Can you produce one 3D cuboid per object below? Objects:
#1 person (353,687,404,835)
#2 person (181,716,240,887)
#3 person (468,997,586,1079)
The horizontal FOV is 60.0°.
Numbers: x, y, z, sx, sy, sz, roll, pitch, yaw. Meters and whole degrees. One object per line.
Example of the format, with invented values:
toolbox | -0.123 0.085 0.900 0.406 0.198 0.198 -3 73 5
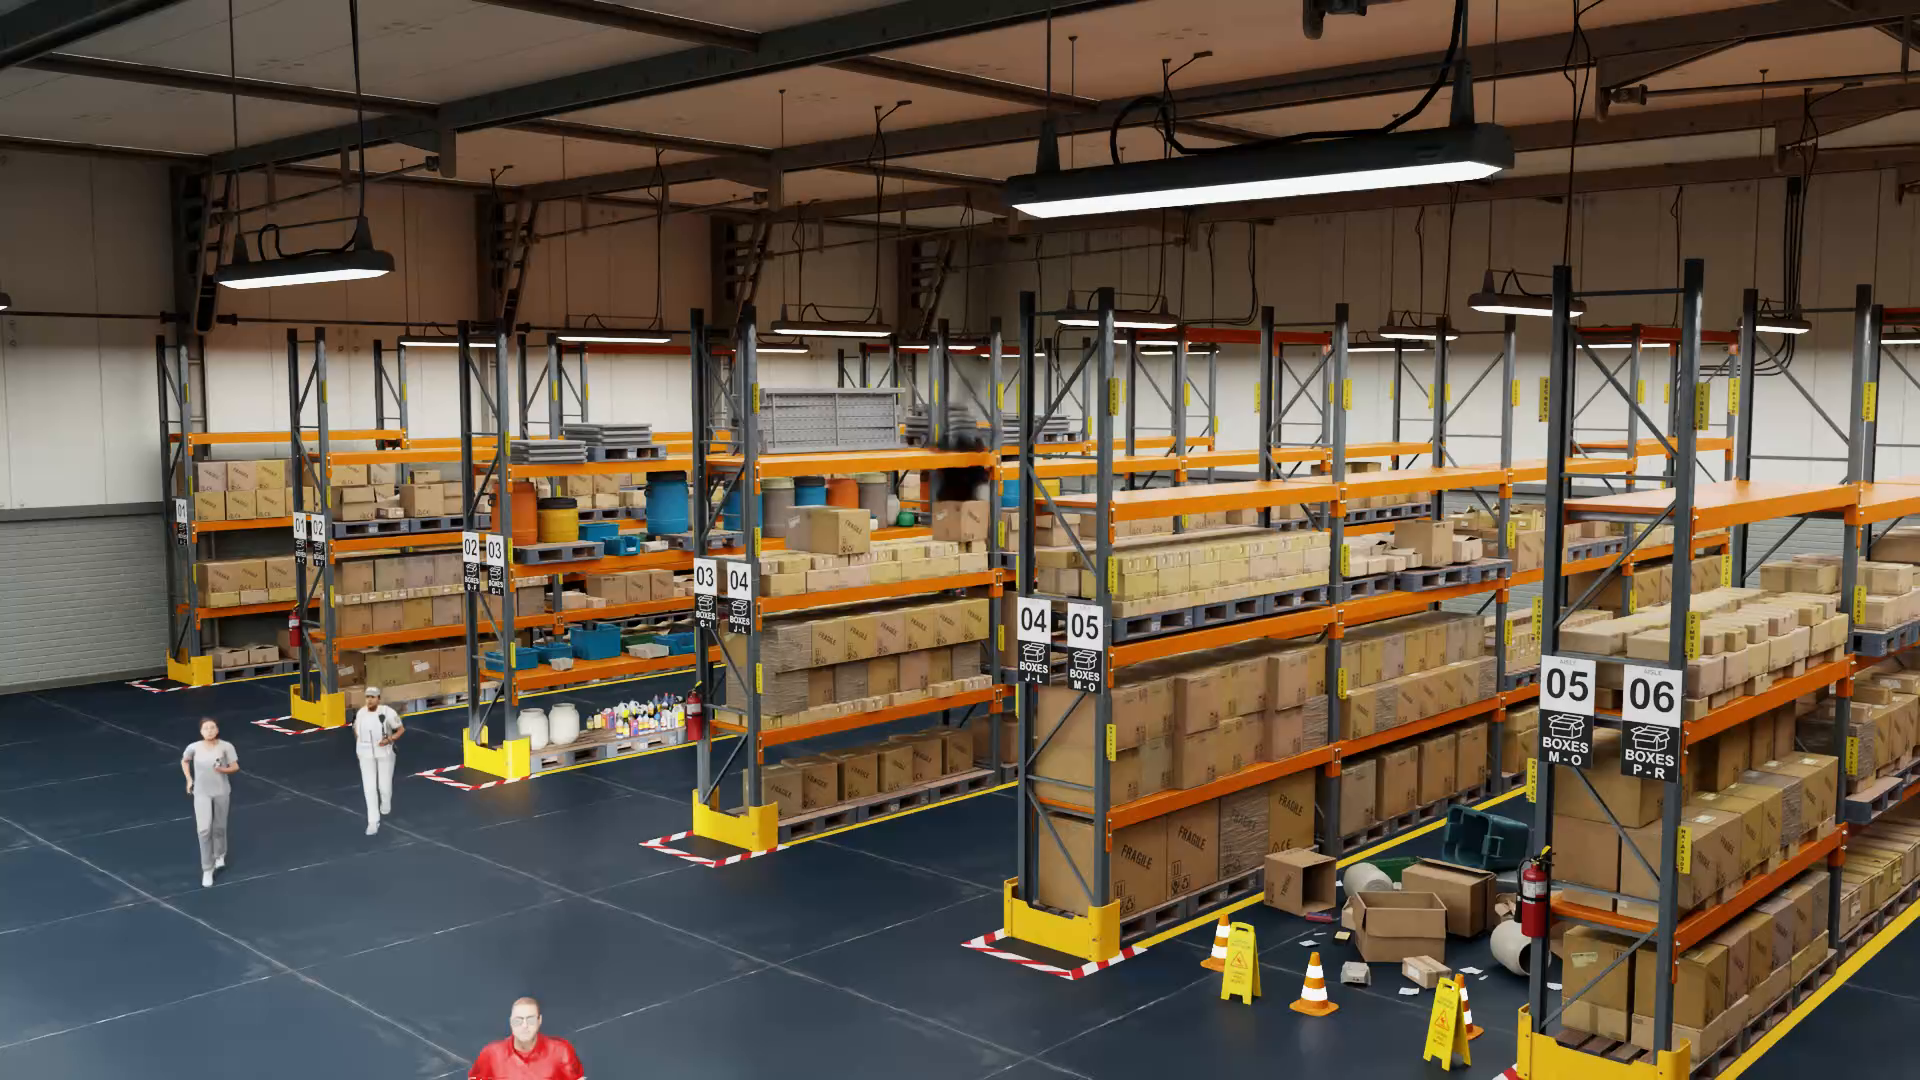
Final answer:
person | -6.787 2.531 19.408 0.598 1.676 0.805 -1 5 -9
person | -7.821 2.691 17.387 0.549 1.716 0.740 -3 6 -25
person | -2.469 3.440 9.485 0.672 1.705 0.688 -1 5 -10
